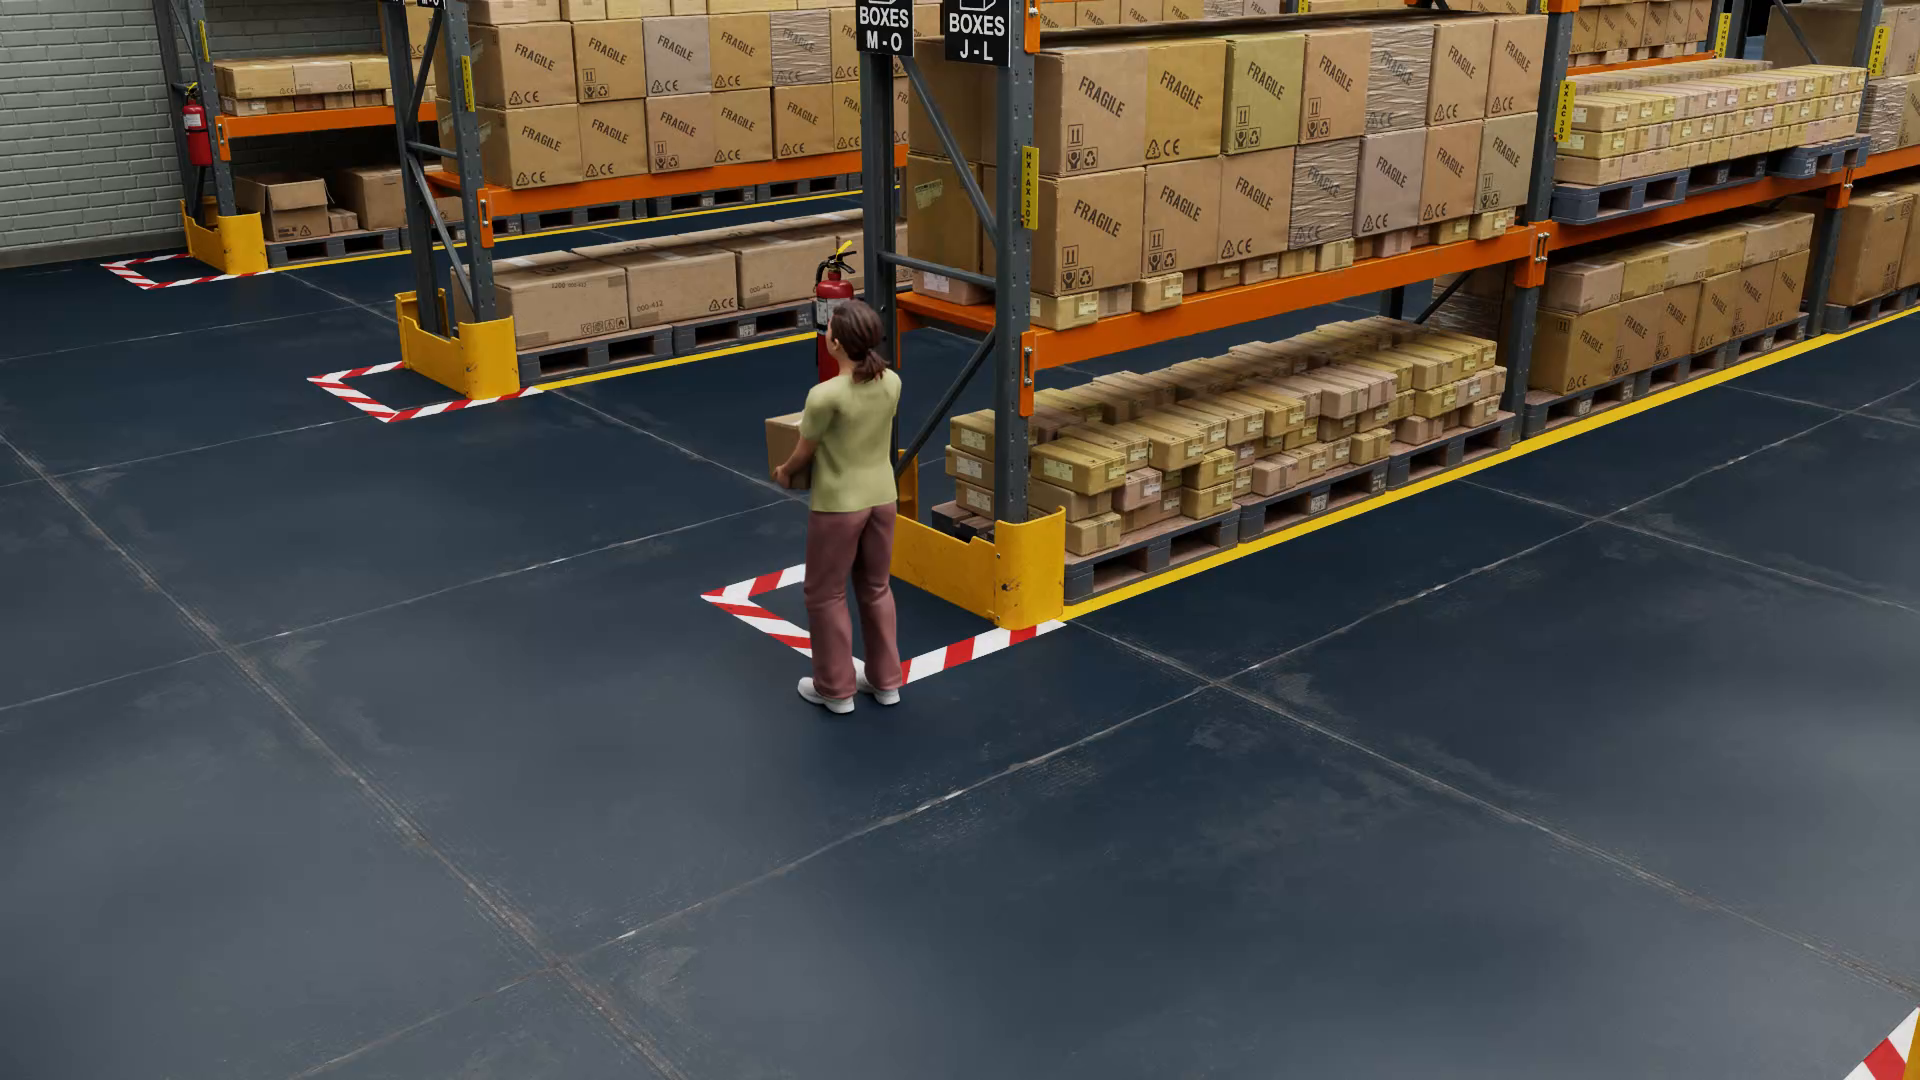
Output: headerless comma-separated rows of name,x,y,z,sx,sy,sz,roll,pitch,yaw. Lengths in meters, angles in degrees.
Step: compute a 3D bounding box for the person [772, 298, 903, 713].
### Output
person,-0.462,-0.132,6.435,0.433,1.666,0.549,-17,27,-37
